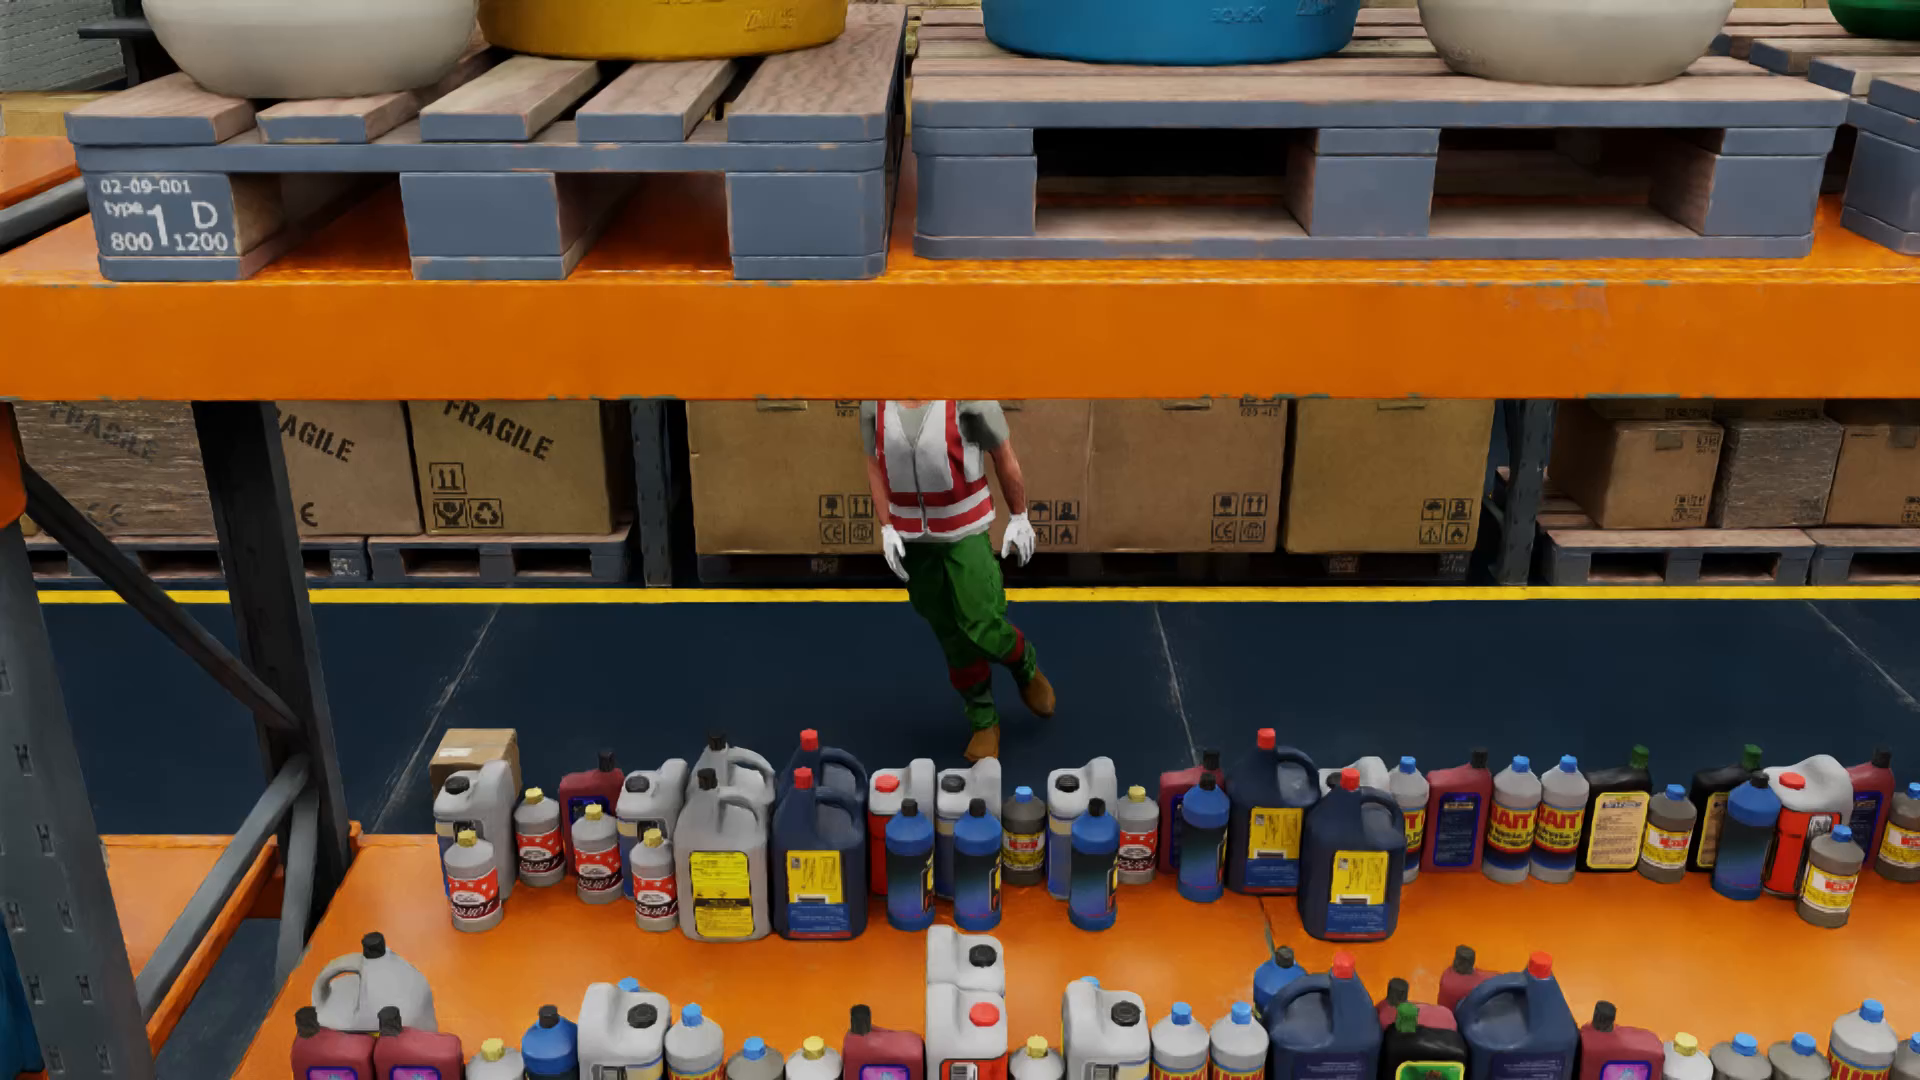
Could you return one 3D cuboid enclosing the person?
[{"bbox_3d":[-0.020,-0.025,6.141,0.729,1.757,0.519,7,25,16],"label":"person"}]
